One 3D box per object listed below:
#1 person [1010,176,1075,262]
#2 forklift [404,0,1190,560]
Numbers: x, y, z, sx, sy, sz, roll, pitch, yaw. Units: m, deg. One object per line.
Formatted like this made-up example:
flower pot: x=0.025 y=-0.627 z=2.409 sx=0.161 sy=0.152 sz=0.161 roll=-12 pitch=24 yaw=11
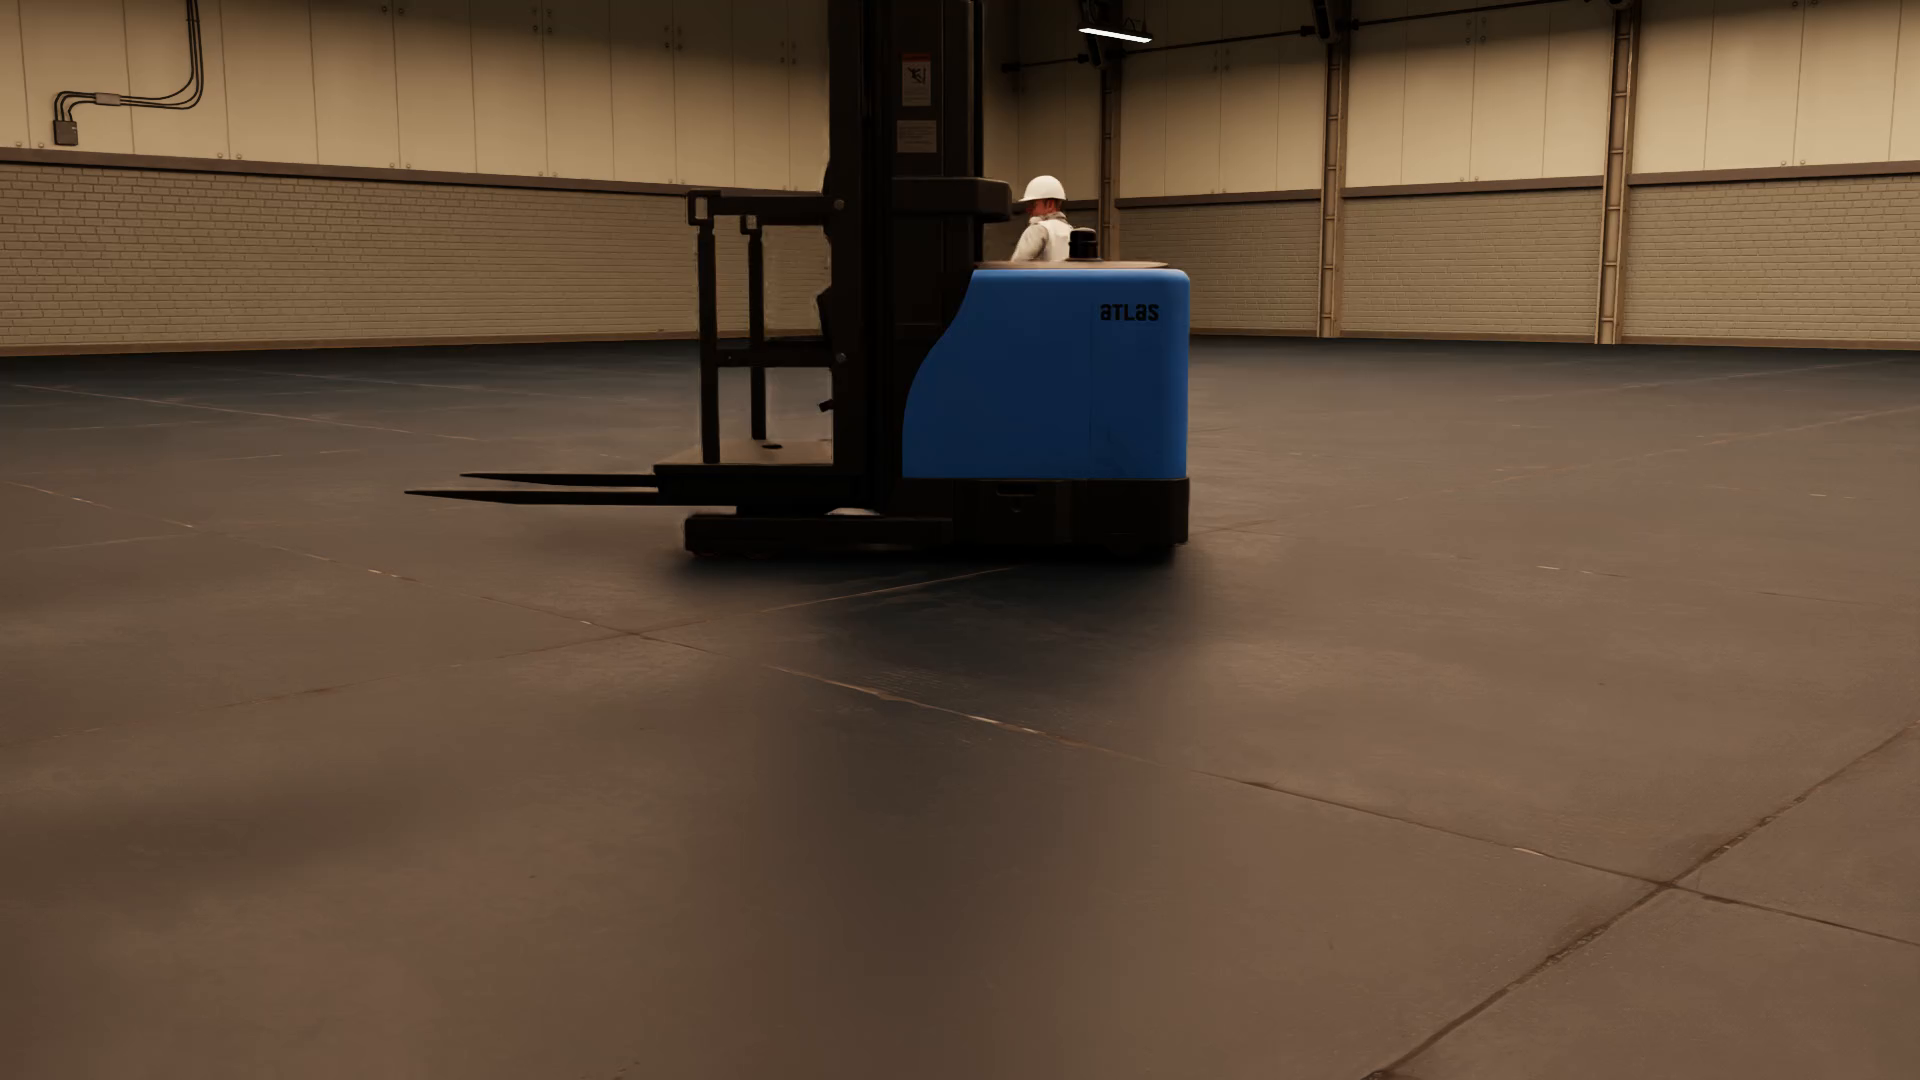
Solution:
person: x=0.473 y=-1.325 z=9.950 sx=0.792 sy=1.674 sz=0.608 roll=-3 pitch=9 yaw=-22
forklift: x=-0.635 y=-1.452 z=6.519 sx=3.031 sy=2.935 sz=1.130 roll=1 pitch=9 yaw=3
